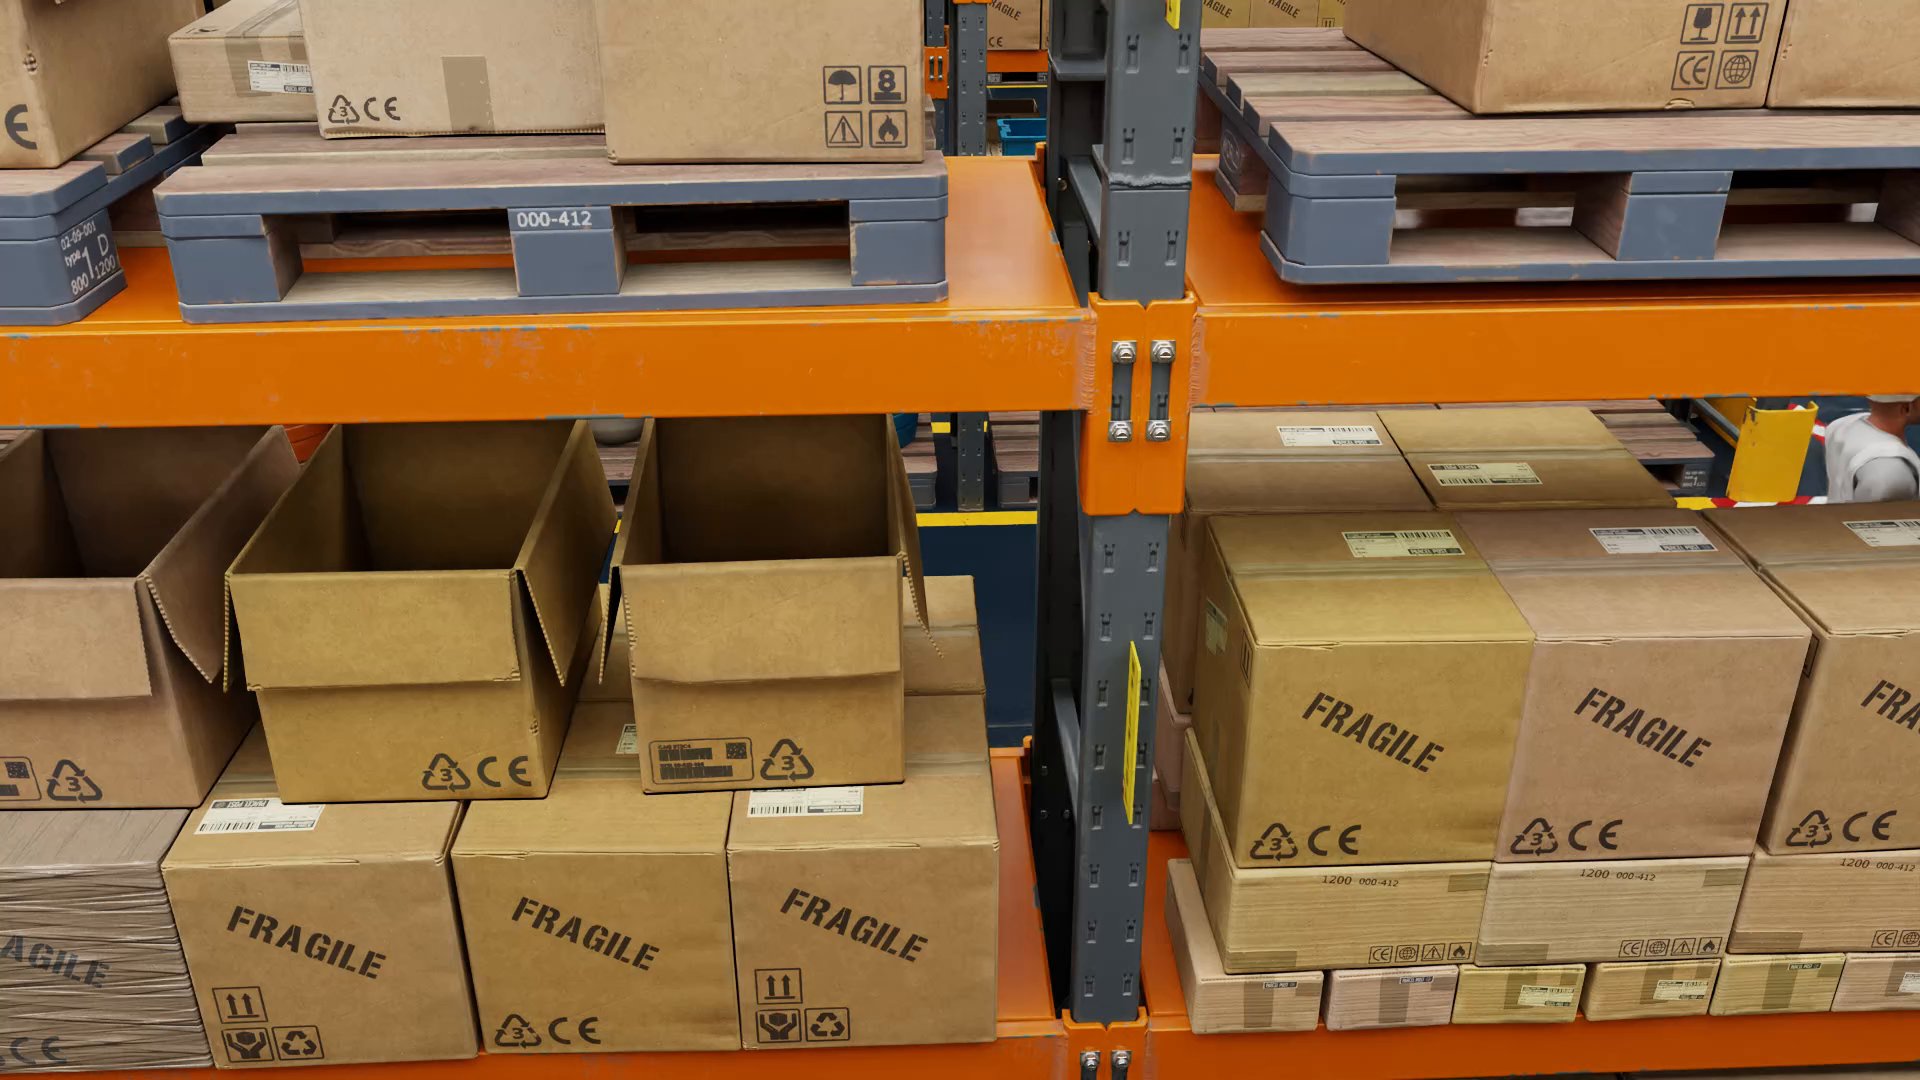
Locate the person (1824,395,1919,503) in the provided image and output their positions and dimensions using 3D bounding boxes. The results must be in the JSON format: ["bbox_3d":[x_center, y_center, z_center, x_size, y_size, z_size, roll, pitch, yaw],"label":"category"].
[{"bbox_3d":[3.121,0.186,5.682,0.467,1.788,0.578,5,28,9],"label":"person"}]
